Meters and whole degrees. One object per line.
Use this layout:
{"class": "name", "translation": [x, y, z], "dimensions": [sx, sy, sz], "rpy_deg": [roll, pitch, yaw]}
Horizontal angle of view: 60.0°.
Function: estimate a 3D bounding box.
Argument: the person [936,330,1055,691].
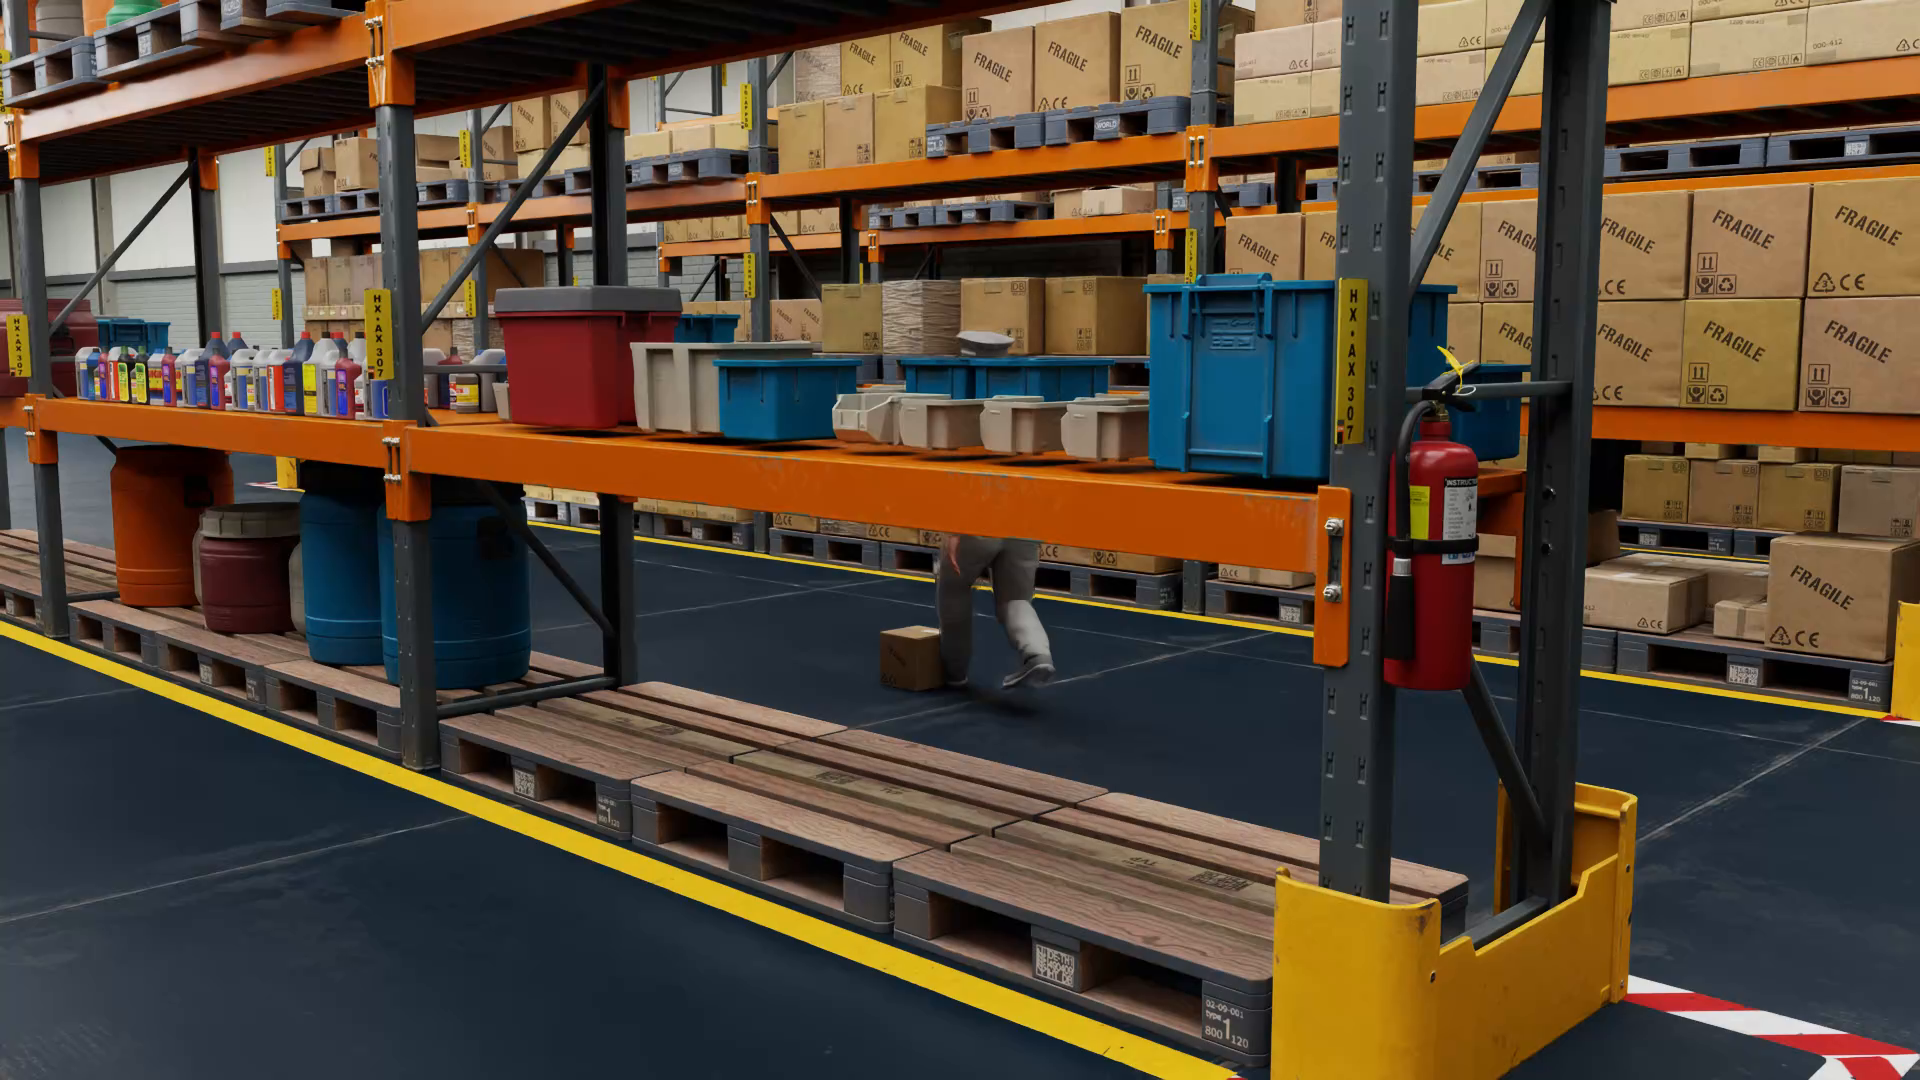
{"class": "person", "translation": [0.094, -0.110, 7.494], "dimensions": [0.534, 1.657, 1.033], "rpy_deg": [-2, 7, -20]}
